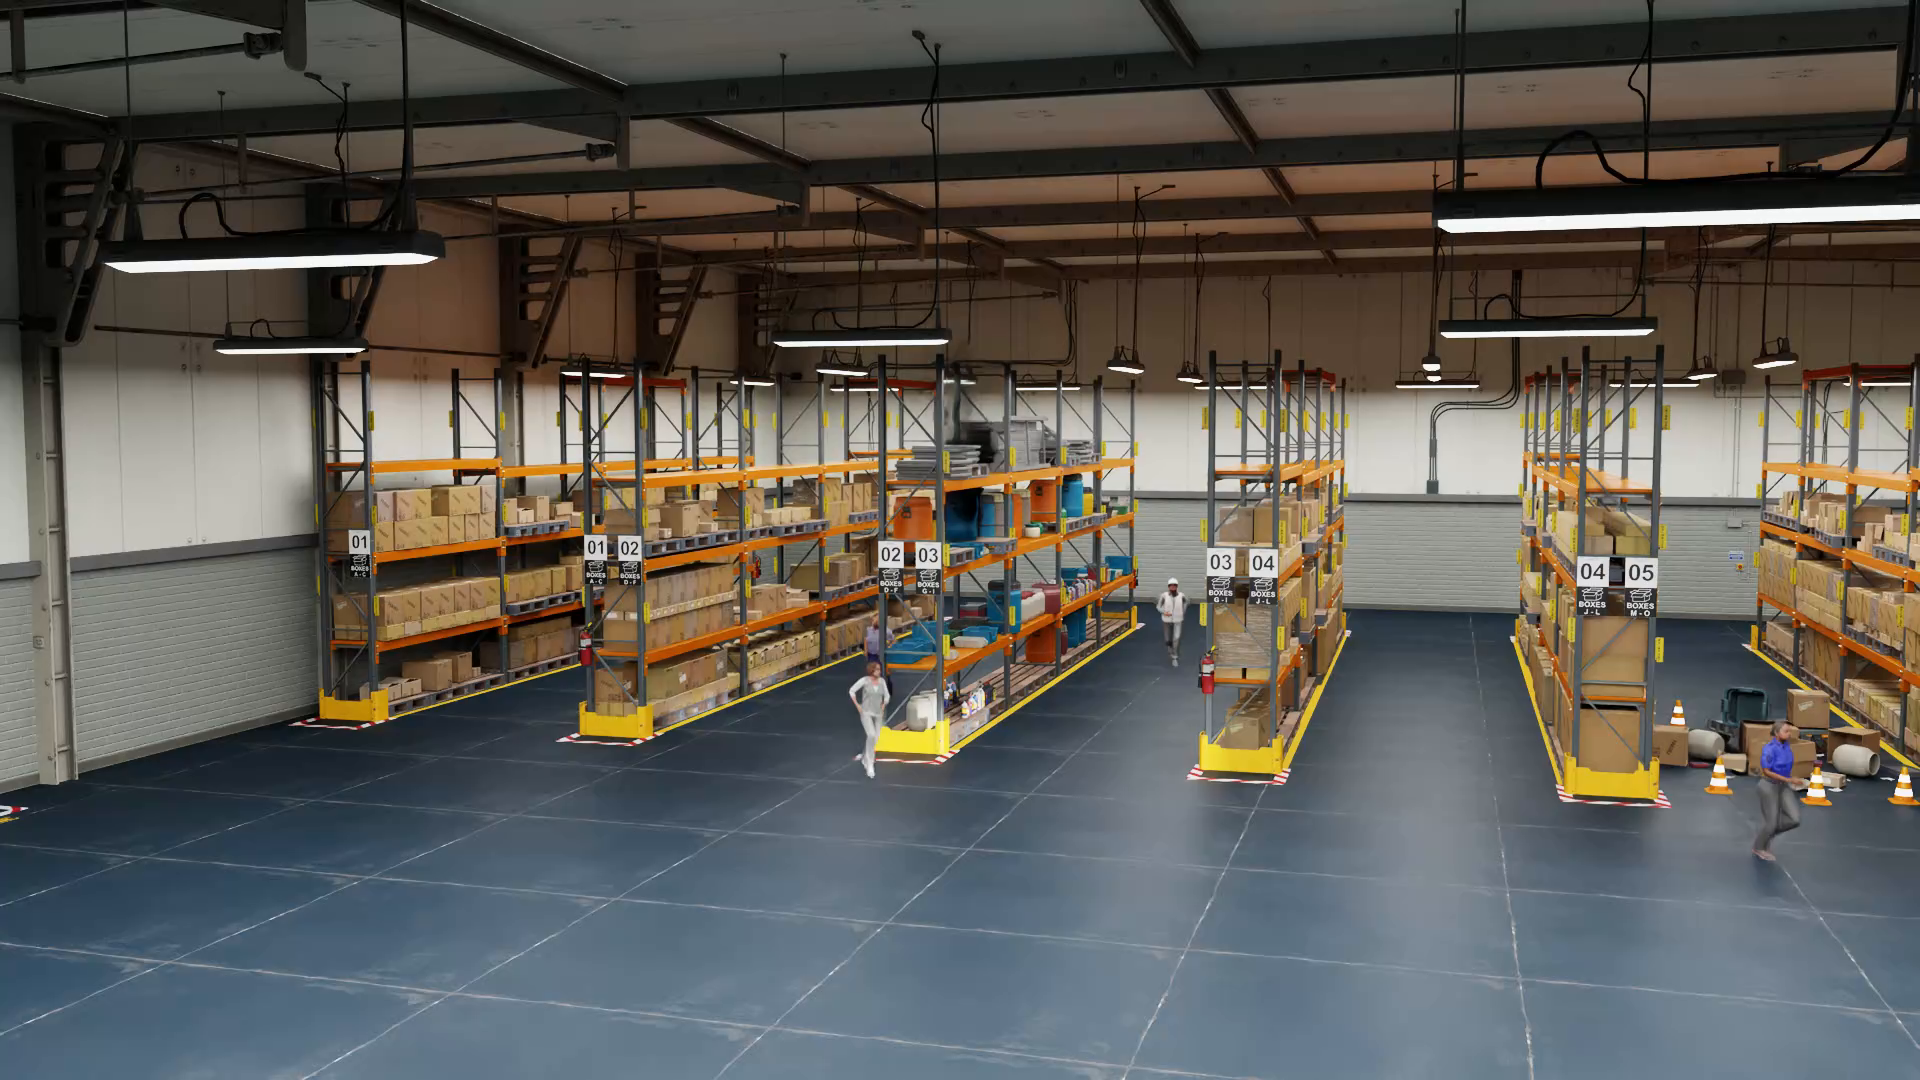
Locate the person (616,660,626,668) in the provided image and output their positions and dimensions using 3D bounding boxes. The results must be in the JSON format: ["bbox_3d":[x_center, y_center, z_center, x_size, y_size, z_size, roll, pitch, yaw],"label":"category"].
[{"bbox_3d":[-6.055,1.925,30.662,0.717,1.769,0.828,1,4,20],"label":"person"}]

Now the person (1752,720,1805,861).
[{"bbox_3d":[9.314,2.851,18.887,0.556,1.624,0.610,-2,5,-25],"label":"person"}]

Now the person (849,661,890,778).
[{"bbox_3d":[-1.261,2.523,23.657,0.540,1.618,0.657,-2,5,-29],"label":"person"}]

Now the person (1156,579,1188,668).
[{"bbox_3d":[4.372,1.679,34.340,0.628,1.778,1.127,1,4,10],"label":"person"}]

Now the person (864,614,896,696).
[{"bbox_3d":[-1.416,2.114,29.258,0.630,1.644,0.895,1,4,17],"label":"person"}]
